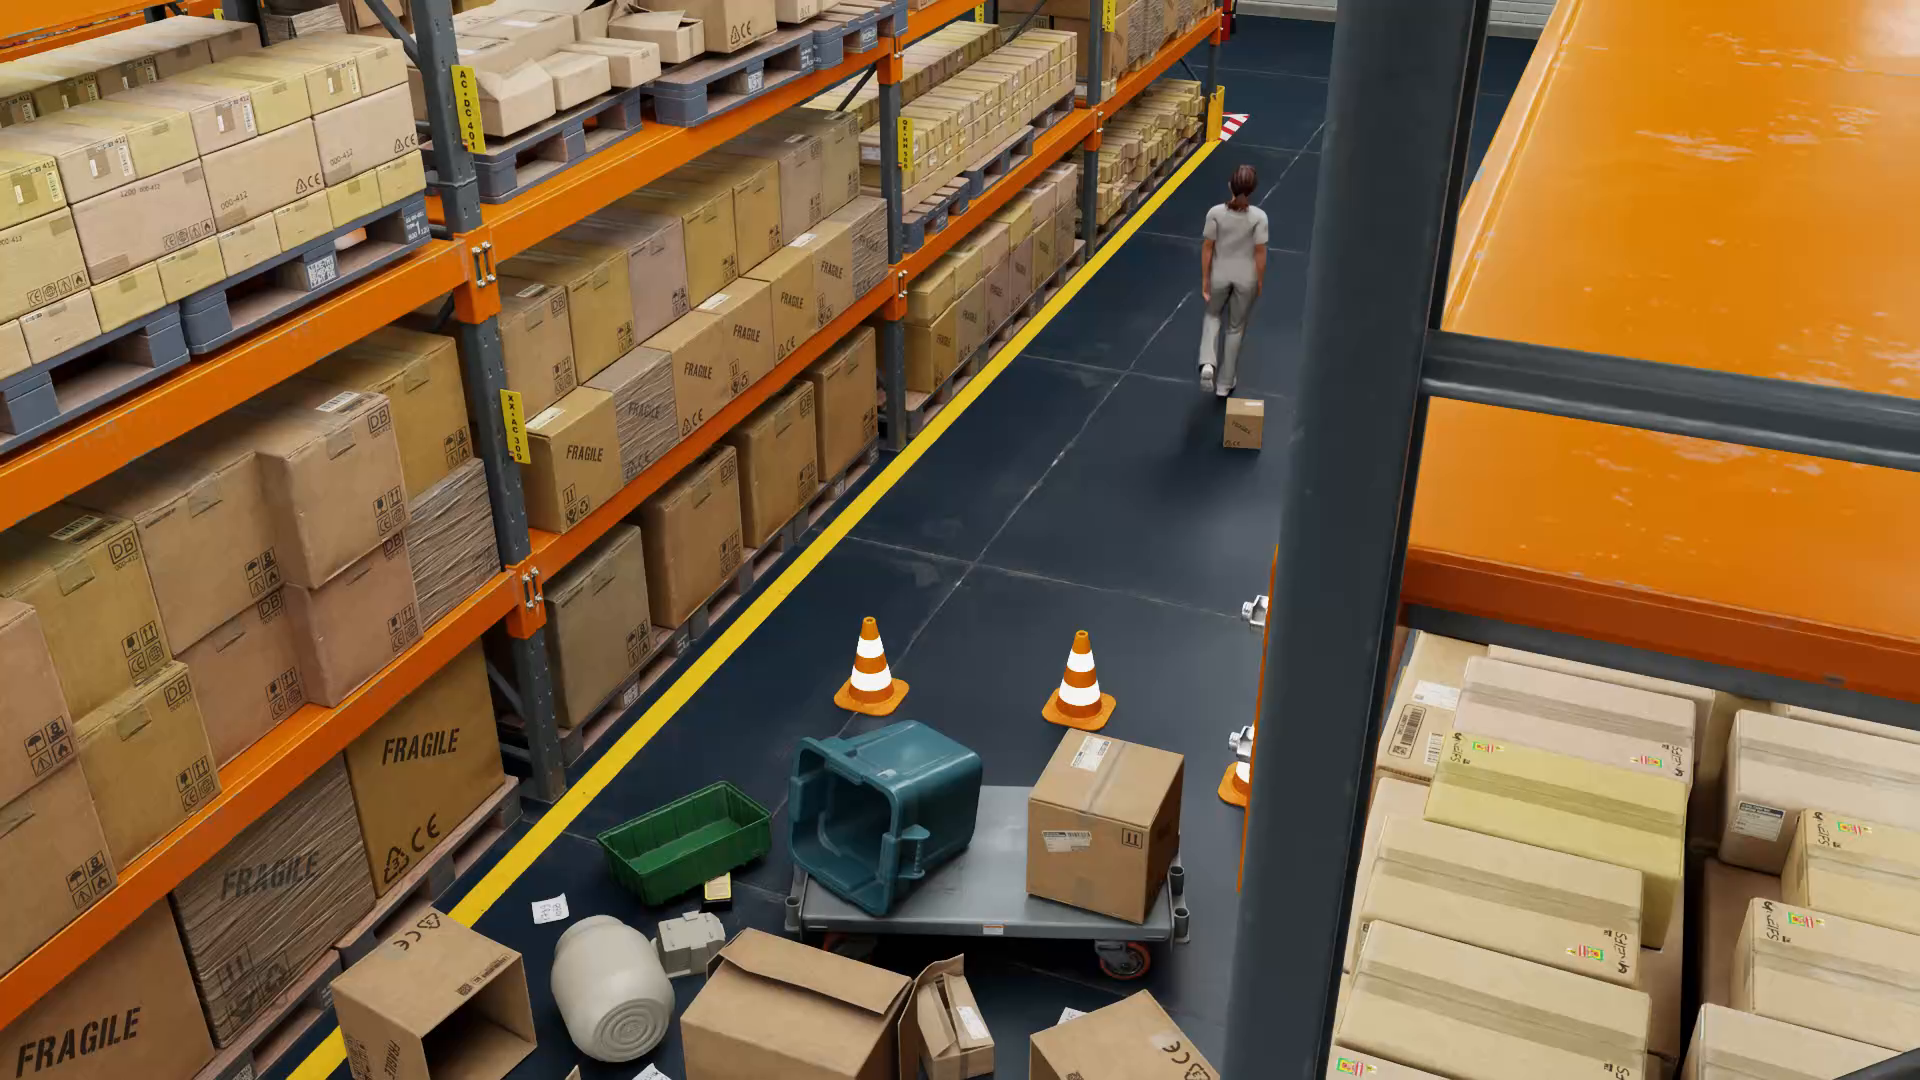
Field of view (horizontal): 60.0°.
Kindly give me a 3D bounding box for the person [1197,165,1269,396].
[{"bbox_3d":[1.884,-1.780,11.487,0.442,1.638,0.473,8,31,14],"label":"person"}]
